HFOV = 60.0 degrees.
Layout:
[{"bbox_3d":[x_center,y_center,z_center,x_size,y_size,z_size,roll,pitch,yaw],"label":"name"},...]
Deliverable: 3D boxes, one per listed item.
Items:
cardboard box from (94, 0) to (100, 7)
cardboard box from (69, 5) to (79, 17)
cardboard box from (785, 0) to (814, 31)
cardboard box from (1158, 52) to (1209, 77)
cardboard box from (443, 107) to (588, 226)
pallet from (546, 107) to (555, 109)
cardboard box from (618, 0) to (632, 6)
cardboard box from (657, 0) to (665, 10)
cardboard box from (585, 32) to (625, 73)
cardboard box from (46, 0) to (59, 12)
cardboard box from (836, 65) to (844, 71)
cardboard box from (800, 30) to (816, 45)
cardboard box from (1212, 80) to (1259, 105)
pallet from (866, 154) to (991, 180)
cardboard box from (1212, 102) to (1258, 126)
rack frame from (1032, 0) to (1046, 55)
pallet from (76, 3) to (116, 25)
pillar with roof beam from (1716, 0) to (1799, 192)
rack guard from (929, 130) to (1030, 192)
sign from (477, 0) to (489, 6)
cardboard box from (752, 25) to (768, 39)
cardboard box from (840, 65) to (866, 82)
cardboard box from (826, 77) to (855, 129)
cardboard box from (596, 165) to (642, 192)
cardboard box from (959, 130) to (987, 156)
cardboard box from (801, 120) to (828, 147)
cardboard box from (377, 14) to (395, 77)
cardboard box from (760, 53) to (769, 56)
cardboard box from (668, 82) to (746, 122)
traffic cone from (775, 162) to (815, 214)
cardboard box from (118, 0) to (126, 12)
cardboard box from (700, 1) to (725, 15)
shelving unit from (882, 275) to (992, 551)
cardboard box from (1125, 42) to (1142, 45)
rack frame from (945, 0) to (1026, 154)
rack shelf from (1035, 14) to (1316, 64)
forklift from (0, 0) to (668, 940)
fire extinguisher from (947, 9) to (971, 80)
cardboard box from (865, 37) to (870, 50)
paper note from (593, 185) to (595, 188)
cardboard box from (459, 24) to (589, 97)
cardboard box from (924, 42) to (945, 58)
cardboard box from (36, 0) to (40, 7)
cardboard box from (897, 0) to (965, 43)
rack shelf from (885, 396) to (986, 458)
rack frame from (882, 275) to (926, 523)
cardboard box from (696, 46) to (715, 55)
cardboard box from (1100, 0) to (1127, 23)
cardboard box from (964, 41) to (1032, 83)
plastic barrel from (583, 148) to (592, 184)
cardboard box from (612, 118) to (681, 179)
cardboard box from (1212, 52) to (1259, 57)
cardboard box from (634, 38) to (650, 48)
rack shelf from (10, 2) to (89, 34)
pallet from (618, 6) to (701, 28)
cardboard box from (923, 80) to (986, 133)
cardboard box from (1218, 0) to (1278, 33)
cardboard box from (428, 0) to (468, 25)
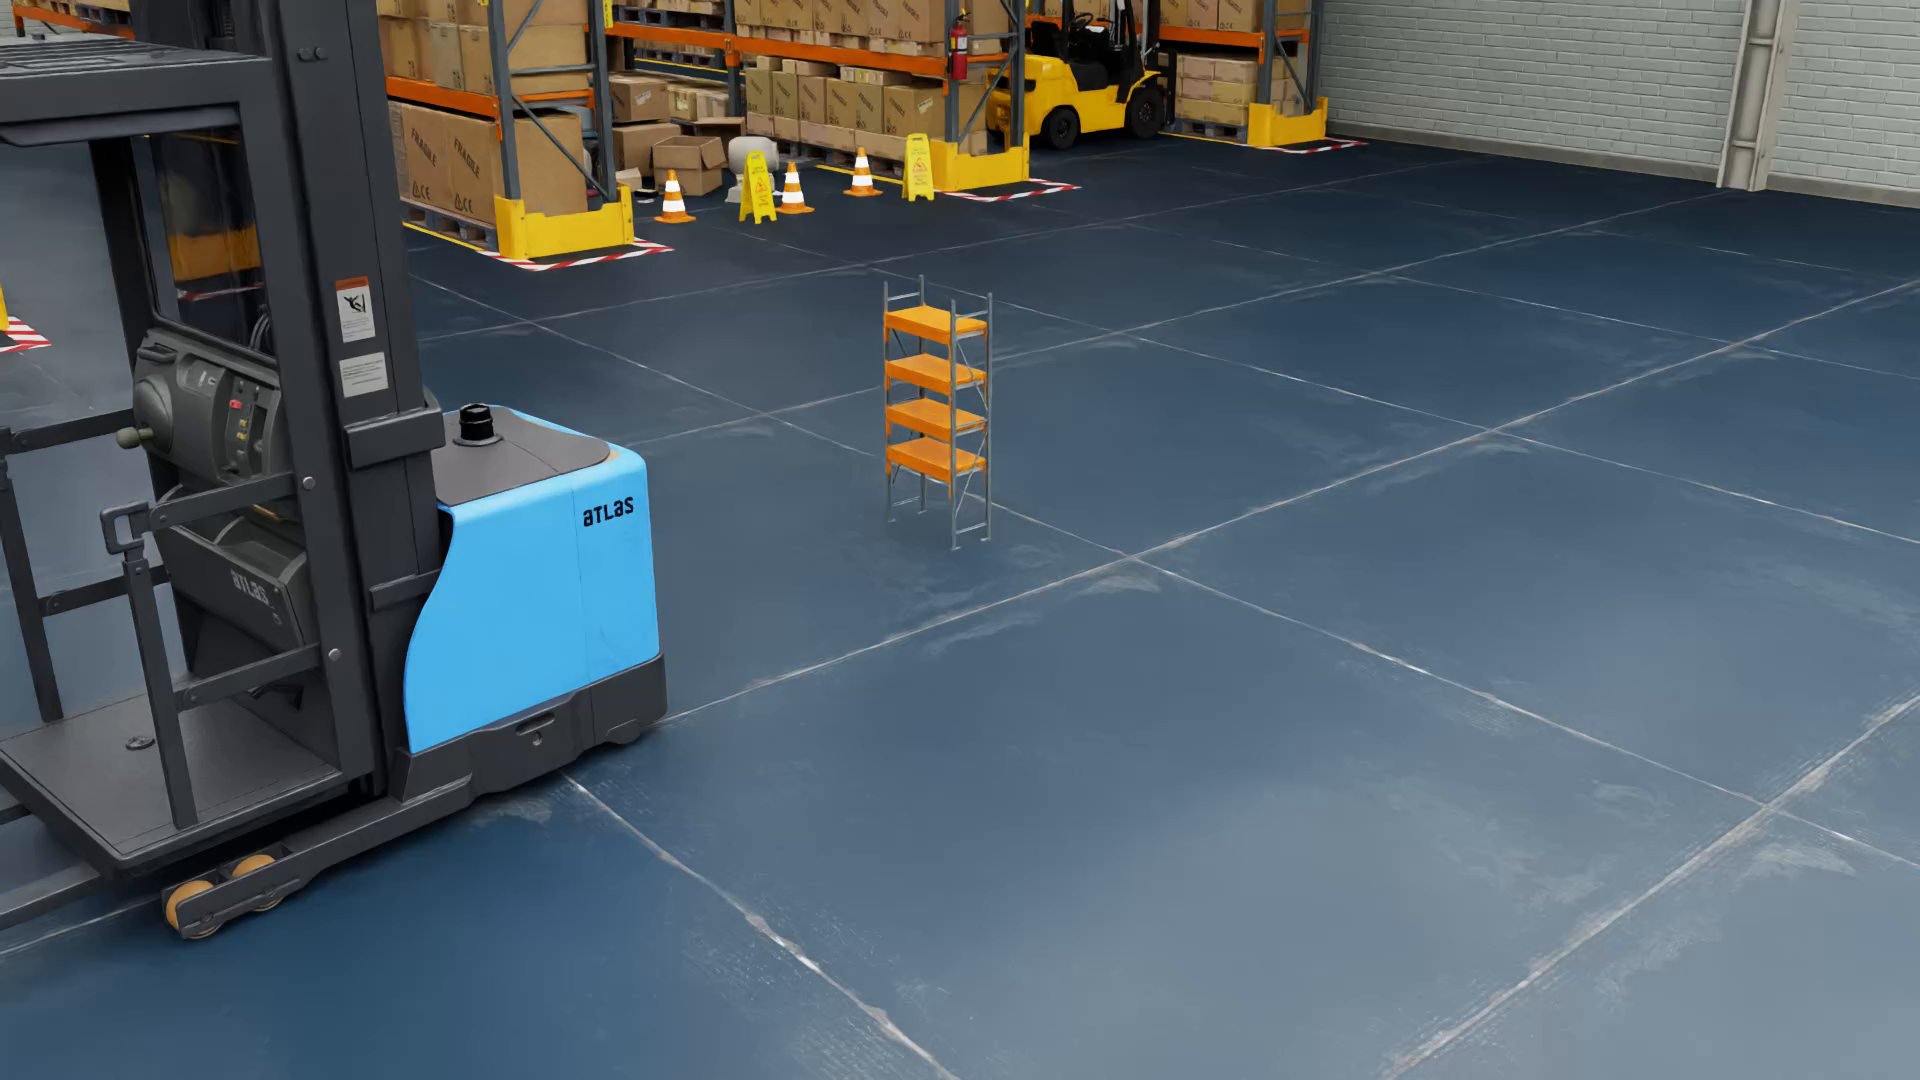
[{"bbox_3d":[-10.838,-6.901,21.258,0.380,0.149,0.250,-17,27,-37],"label":"cardboard box"},{"bbox_3d":[-11.870,-7.207,22.615,0.380,0.149,0.250,-18,28,-39],"label":"cardboard box"},{"bbox_3d":[-1.610,-5.973,18.577,0.500,0.500,0.500,-18,28,-38],"label":"cardboard box"},{"bbox_3d":[2.808,-6.039,21.114,0.500,0.250,0.500,-17,27,-37],"label":"cardboard box"},{"bbox_3d":[-3.915,-3.318,14.679,0.875,0.875,0.875,-17,27,-37],"label":"cardboard box"},{"bbox_3d":[-5.418,-6.294,23.763,1.003,0.211,1.213,-17,27,-37],"label":"pallet"},{"bbox_3d":[-4.206,-6.999,21.510,0.380,0.149,0.250,-16,26,-34],"label":"cardboard box"},{"bbox_3d":[-3.550,-6.692,20.724,0.380,0.149,0.250,-17,27,-37],"label":"cardboard box"},{"bbox_3d":[-5.348,-6.773,23.501,0.875,0.875,0.875,-18,28,-38],"label":"cardboard box"},{"bbox_3d":[-12.694,-7.576,23.559,0.380,0.149,0.250,-17,27,-36],"label":"cardboard box"},{"bbox_3d":[-1.427,-5.276,19.507,0.500,0.500,0.500,-17,27,-36],"label":"cardboard box"},{"bbox_3d":[-1.559,-5.615,18.552,0.380,0.149,0.250,-17,27,-37],"label":"cardboard box"},{"bbox_3d":[3.465,-5.537,20.516,0.500,0.250,0.500,-18,28,-38],"label":"cardboard box"},{"bbox_3d":[-0.292,-4.102,18.166,1.003,0.211,1.213,-17,27,-37],"label":"pallet"},{"bbox_3d":[3.473,-5.299,20.594,0.500,0.250,0.500,-17,27,-37],"label":"cardboard box"},{"bbox_3d":[1.408,-7.434,22.851,1.000,3.000,0.127,-17,27,-37],"label":"rack frame"},{"bbox_3d":[-10.867,-6.920,21.802,1.003,0.211,1.213,-17,27,-37],"label":"pallet"},{"bbox_3d":[4.903,-6.846,13.125,9.100,9.000,0.400,-17,27,-37],"label":"pillar with roof beam"},{"bbox_3d":[0.212,-4.003,17.519,1.175,0.500,0.348,-17,27,-37],"label":"rack guard"},{"bbox_3d":[-3.843,-4.464,13.355,0.100,0.325,0.005,-17,27,-37],"label":"sign"},{"bbox_3d":[-2.183,-5.913,19.313,0.380,0.149,0.250,-16,27,-36],"label":"cardboard box"},{"bbox_3d":[-1.082,-5.101,18.170,0.380,0.149,0.250,-16,27,-35],"label":"cardboard box"},{"bbox_3d":[-1.126,-4.854,18.431,0.500,0.500,0.500,-18,28,-39],"label":"cardboard box"},{"bbox_3d":[-3.516,-3.735,17.157,0.396,0.266,0.258,-12,25,-28],"label":"cardboard box"},{"bbox_3d":[-0.056,-4.350,18.172,0.500,0.250,0.500,-18,28,-38],"label":"cardboard box"},{"bbox_3d":[-1.464,-4.648,18.934,0.500,0.250,0.500,-18,28,-38],"label":"cardboard box"},{"bbox_3d":[-5.144,-4.692,15.644,0.875,0.550,0.550,-17,27,-37],"label":"cardboard box"},{"bbox_3d":[-2.991,-8.205,27.671,0.500,0.500,0.500,-18,28,-39],"label":"cardboard box"},{"bbox_3d":[-3.166,-5.565,21.107,0.950,0.372,0.625,-15,26,-34],"label":"cardboard box"},{"bbox_3d":[-1.615,-3.418,16.077,0.336,0.463,0.334,-17,27,-37],"label":"traffic cone"},{"bbox_3d":[-10.148,-6.611,20.519,0.380,0.149,0.250,-16,27,-36],"label":"cardboard box"},{"bbox_3d":[-2.894,-6.406,19.996,0.380,0.149,0.250,-17,27,-37],"label":"cardboard box"},{"bbox_3d":[-0.108,-0.604,7.882,0.258,1.200,0.503,-17,27,-37],"label":"shelving unit"},{"bbox_3d":[2.218,-6.588,22.516,0.500,0.250,0.500,-18,28,-38],"label":"cardboard box"},{"bbox_3d":[0.261,-5.146,17.010,1.000,3.000,0.127,-17,27,-37],"label":"rack frame"},{"bbox_3d":[2.714,-6.546,21.571,1.077,0.370,4.000,-17,27,-37],"label":"rack shelf"},{"bbox_3d":[-2.450,-0.388,4.955,1.130,2.935,3.031,18,28,39],"label":"forklift"},{"bbox_3d":[-0.013,-4.969,16.663,0.296,0.674,0.183,-17,27,-37],"label":"fire extinguisher"},{"bbox_3d":[-0.797,-5.369,17.924,0.380,0.149,0.250,-17,27,-37],"label":"cardboard box"},{"bbox_3d":[-3.761,-3.719,17.449,0.172,0.023,0.155,-8,23,-19],"label":"paper note"},{"bbox_3d":[-3.699,-4.101,14.137,0.875,0.550,0.550,-17,27,-37],"label":"cardboard box"},{"bbox_3d":[-0.145,-5.081,17.189,0.380,0.149,0.250,-16,27,-36],"label":"cardboard box"},{"bbox_3d":[-13.298,-7.889,24.358,0.380,0.149,0.250,-16,26,-35],"label":"cardboard box"},{"bbox_3d":[-0.301,-5.415,17.153,0.500,0.500,0.500,-18,28,-38],"label":"cardboard box"},{"bbox_3d":[-0.108,-0.542,7.907,0.258,0.148,0.480,-17,27,-37],"label":"rack shelf"},{"bbox_3d":[-0.267,-0.672,8.054,0.240,1.200,0.015,-17,27,-37],"label":"rack frame"},{"bbox_3d":[-4.400,-8.596,29.152,0.380,0.149,0.250,-18,28,-39],"label":"cardboard box"},{"bbox_3d":[2.184,-7.016,21.647,0.500,0.500,0.500,-18,28,-38],"label":"cardboard box"},{"bbox_3d":[0.559,-6.881,24.121,0.875,0.625,0.625,-18,28,-38],"label":"cardboard box"},{"bbox_3d":[-4.131,-3.897,17.353,0.512,0.421,0.421,0,21,-1],"label":"plastic barrel"},{"bbox_3d":[-3.420,-4.186,17.795,0.797,0.637,0.503,-17,27,-37],"label":"cardboard box"},{"bbox_3d":[3.520,-6.025,21.076,0.500,0.250,0.500,-17,27,-37],"label":"cardboard box"},{"bbox_3d":[-5.569,-9.344,30.579,0.700,0.500,0.500,-16,27,-35],"label":"cardboard box"},{"bbox_3d":[-12.561,-7.473,23.937,1.077,0.370,4.000,-17,27,-37],"label":"rack shelf"},{"bbox_3d":[-3.637,-6.730,21.316,1.003,0.211,1.213,-17,27,-37],"label":"pallet"},{"bbox_3d":[-0.071,-4.706,18.051,0.500,0.500,0.500,-19,28,-39],"label":"cardboard box"},{"bbox_3d":[3.499,-6.449,20.199,0.500,0.500,0.500,-18,28,-39],"label":"cardboard box"},{"bbox_3d":[-4.064,-4.754,14.323,0.875,0.550,0.550,-17,27,-37],"label":"cardboard box"}]
